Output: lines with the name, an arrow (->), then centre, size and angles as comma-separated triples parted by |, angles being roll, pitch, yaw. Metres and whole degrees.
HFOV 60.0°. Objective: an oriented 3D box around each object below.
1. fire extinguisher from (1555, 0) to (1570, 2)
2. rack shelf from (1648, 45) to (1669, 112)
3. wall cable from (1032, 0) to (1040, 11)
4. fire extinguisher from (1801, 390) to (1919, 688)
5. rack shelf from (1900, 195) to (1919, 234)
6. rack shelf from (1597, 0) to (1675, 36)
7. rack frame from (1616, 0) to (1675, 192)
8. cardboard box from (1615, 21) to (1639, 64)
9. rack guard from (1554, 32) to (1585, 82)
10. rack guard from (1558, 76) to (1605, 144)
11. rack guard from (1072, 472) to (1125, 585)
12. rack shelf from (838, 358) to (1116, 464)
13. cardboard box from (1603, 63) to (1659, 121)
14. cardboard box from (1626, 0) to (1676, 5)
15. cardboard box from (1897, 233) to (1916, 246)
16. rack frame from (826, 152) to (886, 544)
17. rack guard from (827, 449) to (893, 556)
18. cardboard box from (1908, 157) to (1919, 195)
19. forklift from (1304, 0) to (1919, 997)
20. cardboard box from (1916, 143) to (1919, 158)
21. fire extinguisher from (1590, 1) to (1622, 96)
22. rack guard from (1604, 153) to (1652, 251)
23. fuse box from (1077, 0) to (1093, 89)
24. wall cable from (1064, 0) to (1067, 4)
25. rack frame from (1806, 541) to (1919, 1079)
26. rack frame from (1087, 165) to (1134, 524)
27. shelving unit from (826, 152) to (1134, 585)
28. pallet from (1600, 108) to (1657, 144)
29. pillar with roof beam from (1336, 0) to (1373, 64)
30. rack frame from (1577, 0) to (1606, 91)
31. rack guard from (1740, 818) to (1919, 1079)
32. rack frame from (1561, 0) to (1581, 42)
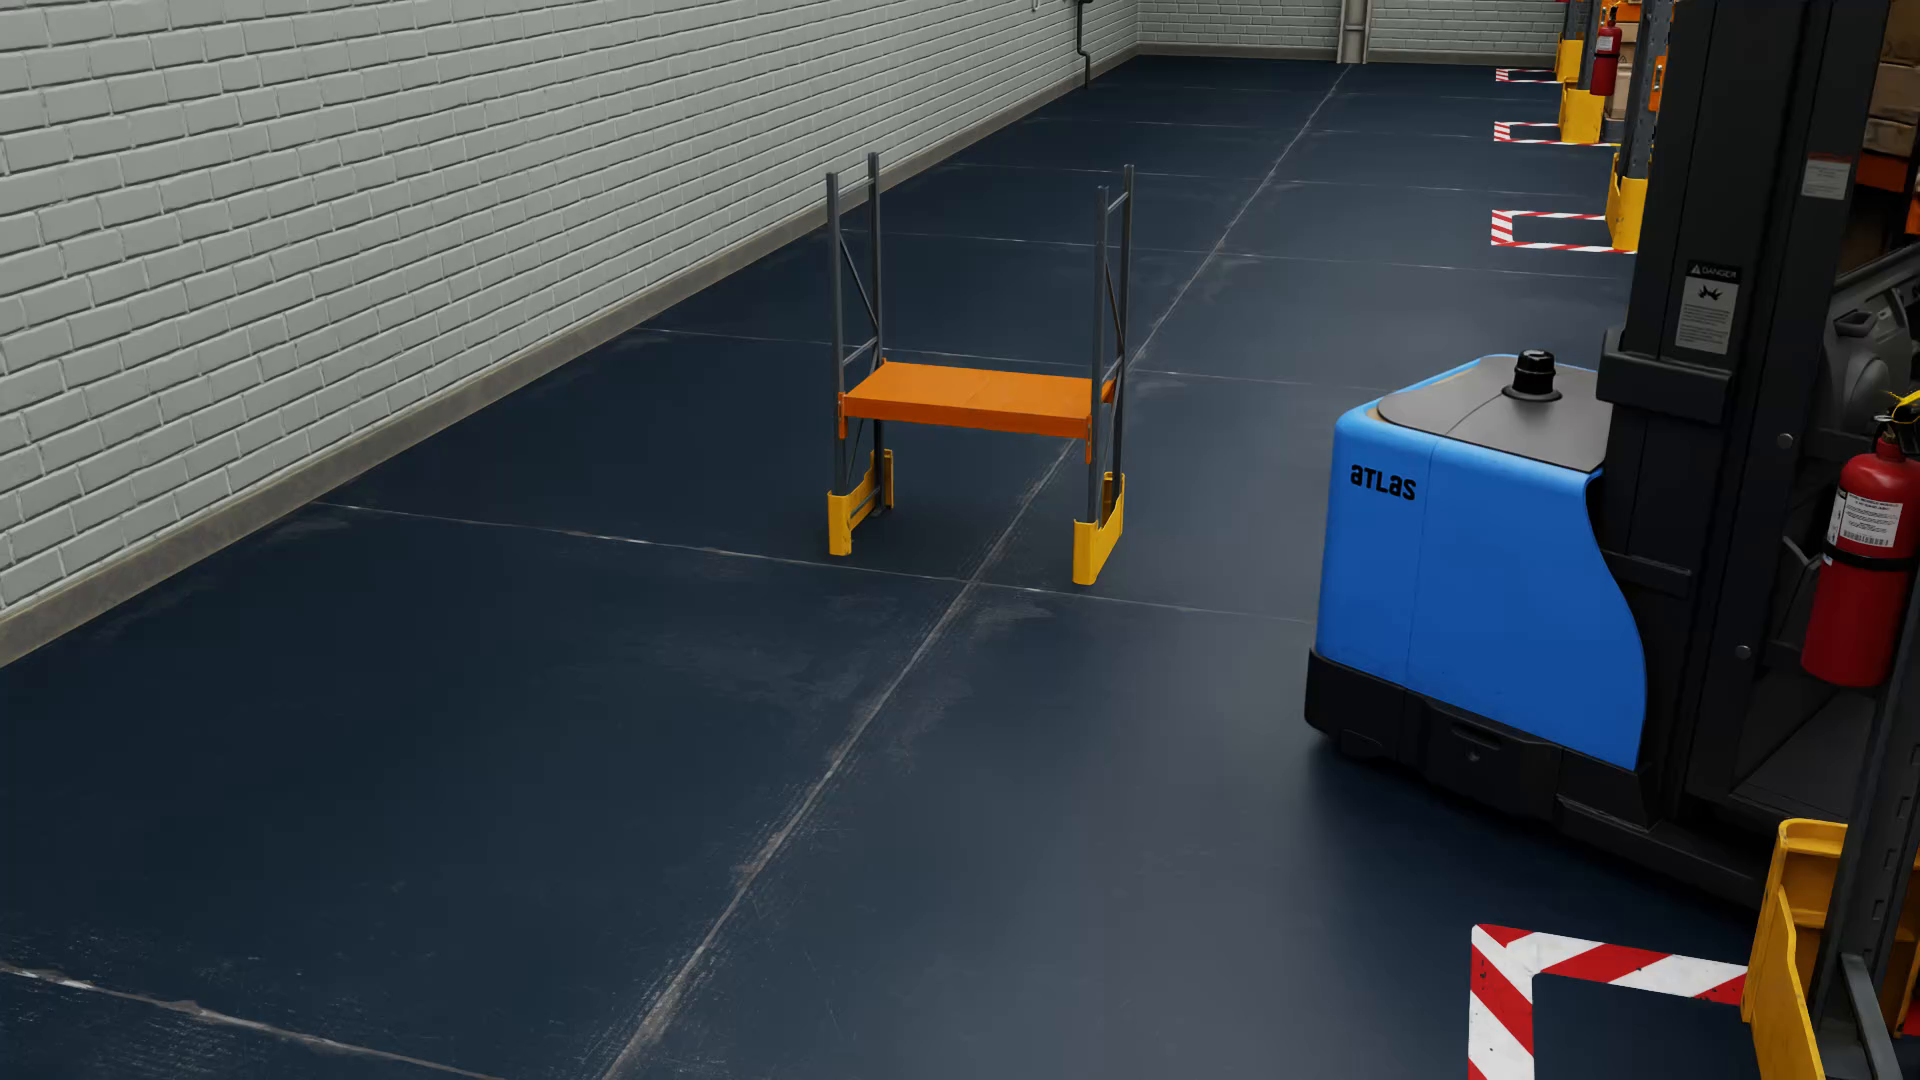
fire extinguisher -> 7.376, -6.898, 20.227 | 0.183, 0.674, 0.296 | 7, 23, 16
rack shelf -> 6.802, -3.092, 11.304 | 4.000, 0.370, 1.077 | 7, 23, 16
wall cable -> 0.815, -6.548, 17.401 | 0.123, 1.953, 0.585 | 7, 23, 16
fire extinguisher -> 1.914, -0.027, 3.477 | 0.183, 0.674, 0.296 | 7, 23, 16
rack shelf -> 5.273, -1.301, 6.938 | 4.000, 0.370, 1.077 | 7, 23, 16
rack shelf -> 8.135, -4.902, 15.716 | 4.000, 0.370, 1.077 | 7, 23, 16
rack frame -> 4.887, -3.645, 11.702 | 0.127, 3.000, 1.000 | 7, 23, 16
cardboard box -> 8.209, -6.196, 20.658 | 0.637, 0.503, 0.797 | 6, 23, 13
rack guard -> 7.723, -6.093, 20.966 | 0.348, 0.500, 1.175 | 7, 23, 16
rack guard -> 6.197, -4.300, 16.595 | 0.348, 0.500, 1.175 | 7, 23, 16
rack guard -> 0.550, -0.053, 6.569 | 0.087, 0.250, 0.587 | 7, 23, 16
rack shelf -> 0.082, -0.518, 6.531 | 1.000, 0.185, 0.538 | 7, 23, 16
cardboard box -> 6.881, -4.427, 16.433 | 0.875, 0.438, 0.875 | 6, 23, 14
cardboard box -> 6.597, -5.343, 15.712 | 0.500, 0.500, 0.500 | 6, 23, 15
cardboard box -> 3.994, -1.024, 7.559 | 0.875, 0.875, 0.875 | 7, 23, 16
rack frame -> -0.405, -0.740, 6.598 | 0.032, 1.500, 0.500 | 7, 23, 16
rack guard -> -0.404, -0.162, 6.835 | 0.087, 0.250, 0.587 | 7, 23, 16
cardboard box -> 3.848, -1.551, 6.929 | 0.250, 0.149, 0.380 | 6, 23, 15
forklift -> 2.482, -0.466, 4.045 | 3.031, 2.935, 1.130 | 21, 30, 41
cardboard box -> 3.739, -1.771, 6.941 | 0.500, 0.250, 0.500 | 6, 23, 14
fire extinguisher -> 4.779, -3.631, 12.264 | 0.183, 0.674, 0.296 | 7, 23, 16
rack guard -> 4.960, -2.480, 12.156 | 0.348, 0.500, 1.175 | 7, 23, 16
fuse box -> 1.562, -6.215, 19.666 | 0.414, 1.711, 0.539 | 7, 23, 16
wall cable -> 1.214, -7.050, 18.667 | 0.122, 1.984, 0.588 | 7, 23, 16
rack frame -> 1.927, -0.054, 2.949 | 0.127, 3.000, 1.000 | 7, 23, 16
rack frame -> 0.568, -0.629, 6.327 | 0.032, 1.500, 0.500 | 7, 23, 16
shelving unit -> 0.073, -0.686, 6.465 | 1.083, 1.500, 0.587 | 7, 23, 16
pallet -> 7.009, -4.105, 16.499 | 1.213, 0.211, 1.003 | 7, 23, 16
pillar with roof beam -> 4.086, -9.092, 17.079 | 0.400, 9.000, 9.100 | 7, 23, 16
rack frame -> 6.220, -5.454, 16.114 | 0.127, 3.000, 1.000 | 7, 23, 16
rack guard -> 1.900, 1.105, 3.418 | 0.348, 0.500, 1.175 | 7, 23, 16
rack frame -> 7.651, -7.258, 20.511 | 0.127, 3.000, 1.000 | 7, 23, 16
